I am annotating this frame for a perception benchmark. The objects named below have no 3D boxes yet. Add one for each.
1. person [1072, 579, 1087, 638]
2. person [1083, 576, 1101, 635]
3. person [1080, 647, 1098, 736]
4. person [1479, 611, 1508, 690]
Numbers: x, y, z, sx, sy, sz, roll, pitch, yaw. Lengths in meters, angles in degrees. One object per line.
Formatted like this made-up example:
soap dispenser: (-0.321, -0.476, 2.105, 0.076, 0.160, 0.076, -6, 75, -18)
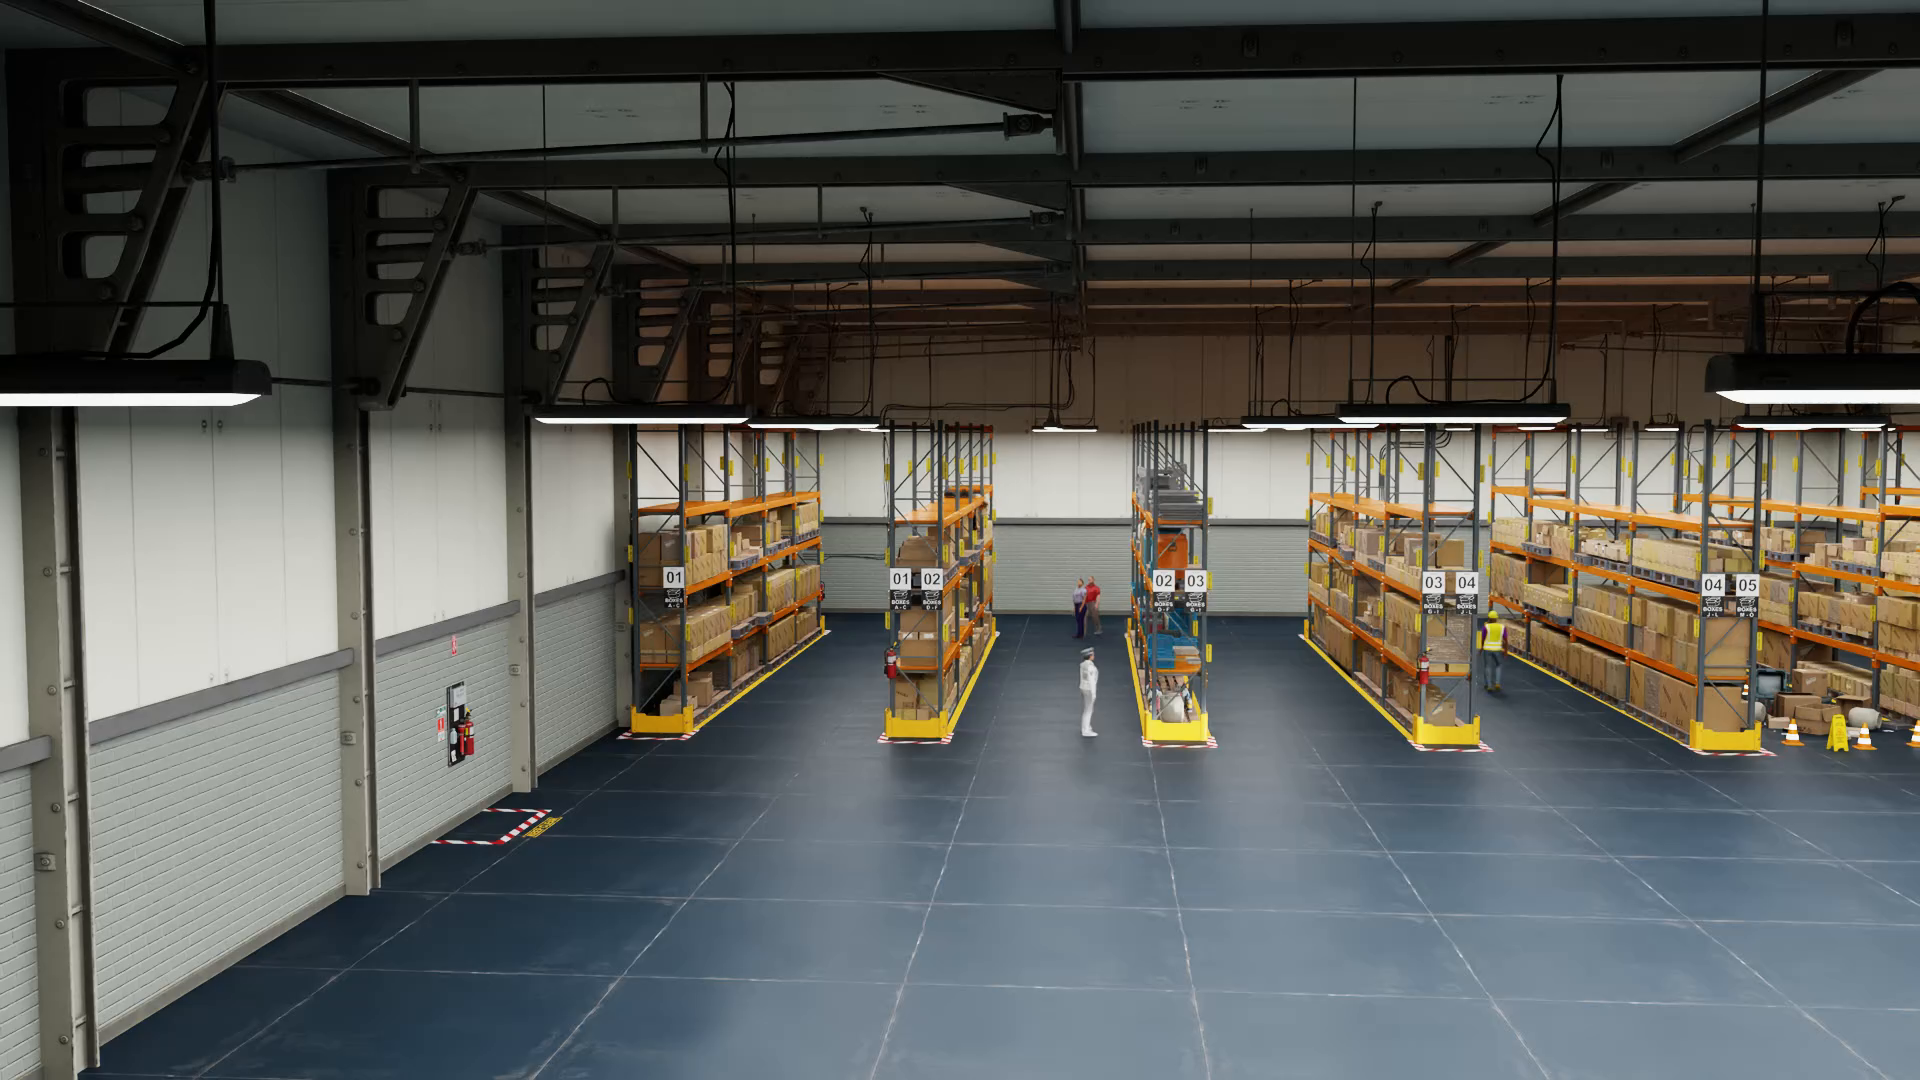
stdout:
person: (3.325, 1.924, 46.481, 0.426, 1.648, 0.520, -1, 4, -17)
person: (3.699, 1.876, 47.228, 0.684, 1.660, 1.000, 3, 5, 39)
person: (2.490, 2.903, 31.612, 0.406, 1.723, 0.535, -1, 4, -14)
person: (11.946, 2.500, 37.255, 0.620, 1.823, 0.499, 2, 4, 31)
